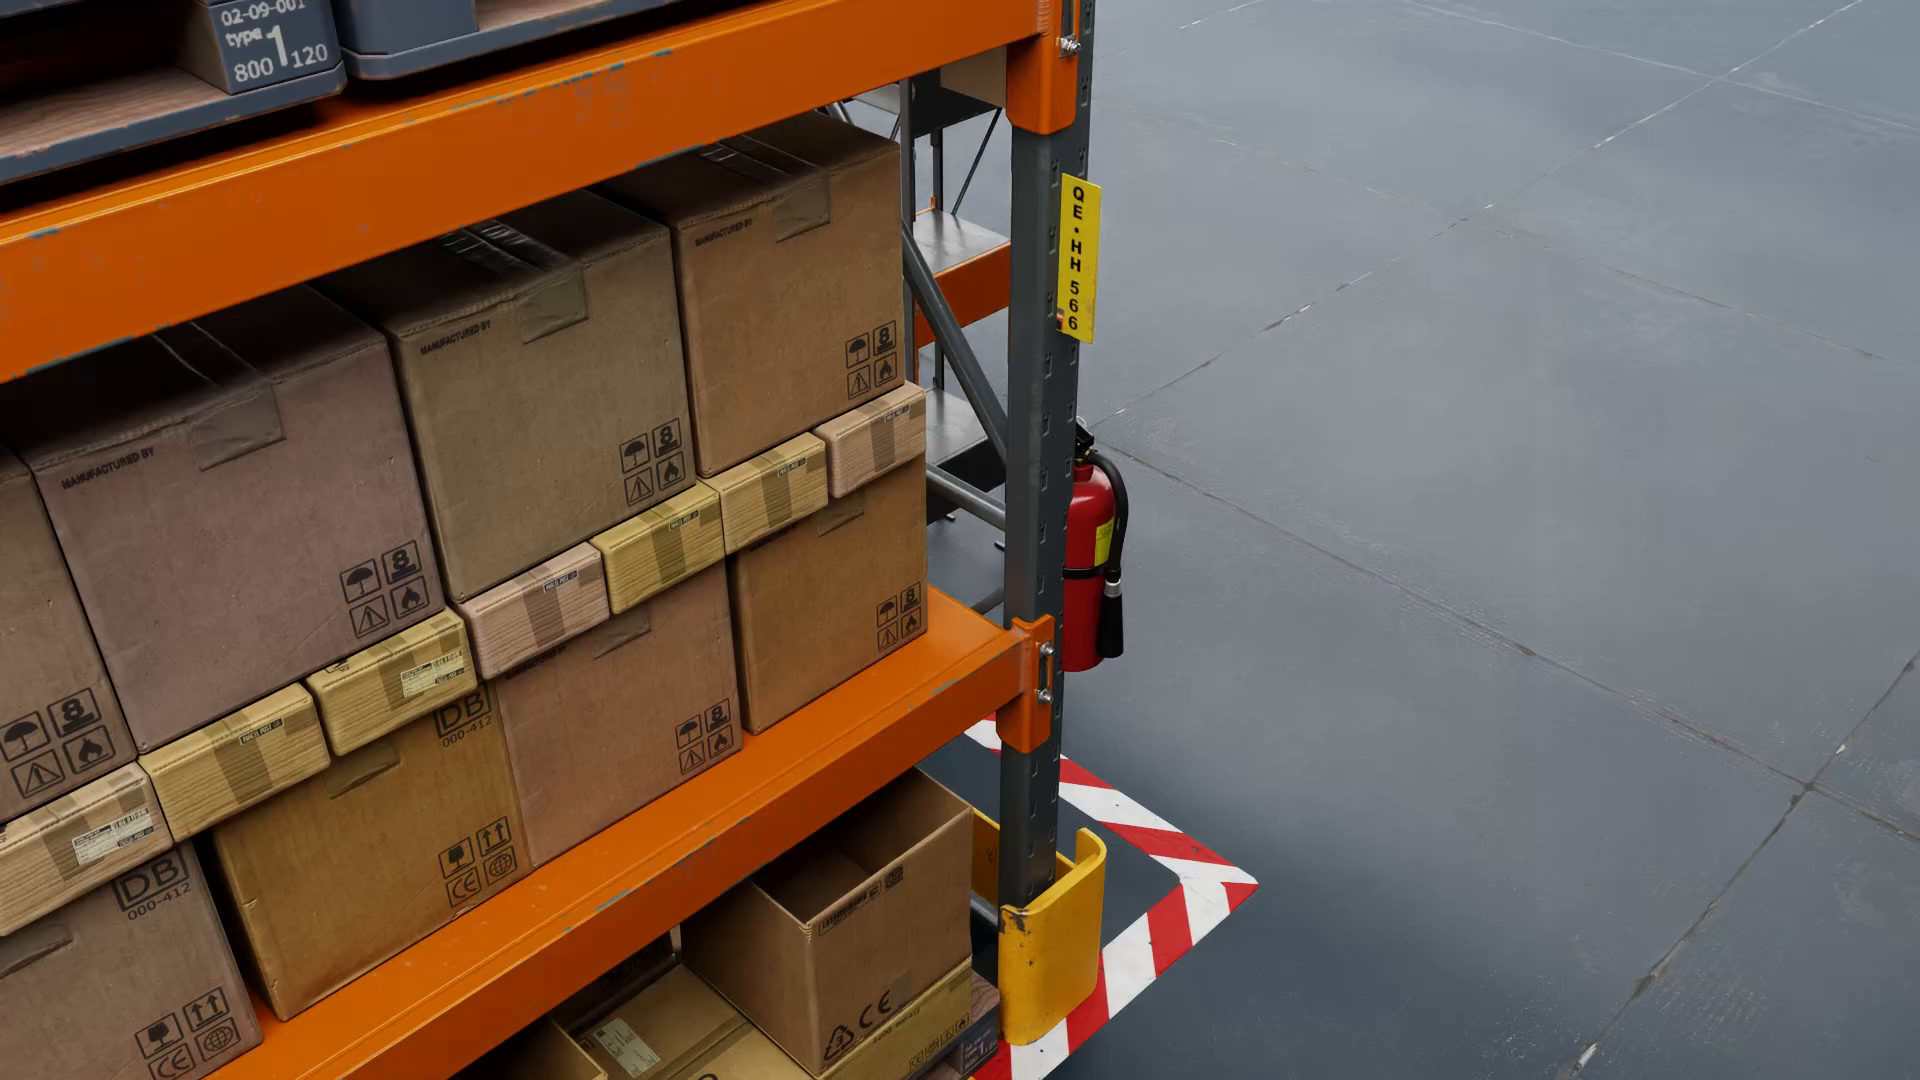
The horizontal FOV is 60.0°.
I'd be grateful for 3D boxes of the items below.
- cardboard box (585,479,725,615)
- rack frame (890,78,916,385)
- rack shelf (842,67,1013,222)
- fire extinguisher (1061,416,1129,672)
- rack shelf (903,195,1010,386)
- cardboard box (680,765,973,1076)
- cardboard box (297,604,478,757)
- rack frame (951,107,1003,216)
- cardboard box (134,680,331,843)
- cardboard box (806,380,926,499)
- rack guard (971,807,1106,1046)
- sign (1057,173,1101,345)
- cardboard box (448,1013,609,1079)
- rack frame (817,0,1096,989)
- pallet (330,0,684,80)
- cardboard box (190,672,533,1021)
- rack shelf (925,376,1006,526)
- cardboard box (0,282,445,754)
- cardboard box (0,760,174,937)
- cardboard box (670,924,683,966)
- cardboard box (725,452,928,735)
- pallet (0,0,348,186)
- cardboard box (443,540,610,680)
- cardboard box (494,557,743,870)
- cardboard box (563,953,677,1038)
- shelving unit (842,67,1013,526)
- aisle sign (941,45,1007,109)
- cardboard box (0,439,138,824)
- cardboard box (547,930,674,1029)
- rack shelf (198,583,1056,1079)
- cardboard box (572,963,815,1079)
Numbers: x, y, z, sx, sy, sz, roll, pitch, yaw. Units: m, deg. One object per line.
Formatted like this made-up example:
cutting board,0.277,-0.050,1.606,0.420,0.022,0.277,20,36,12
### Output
cardboard box,-0.650,-0.051,3.046,0.380,0.149,0.250,29,44,35
rack frame,-0.289,-0.695,5.411,0.400,2.100,0.015,30,45,35
rack shelf,-0.117,-1.357,5.160,0.431,0.518,0.480,30,45,35
fire extinguisher,0.260,-0.015,3.717,0.296,0.674,0.183,30,45,35
rack shelf,-0.117,-0.783,5.561,0.431,0.518,0.480,30,45,35
cardboard box,-0.319,0.800,3.862,0.500,0.500,0.500,30,45,35
cardboard box,-1.013,0.157,2.748,0.250,0.149,0.380,-28,44,-34
rack frame,0.054,-0.894,5.696,0.380,1.831,0.006,30,45,35
cardboard box,-1.198,0.265,2.593,0.250,0.149,0.380,-29,44,-34
cardboard box,-0.286,-0.261,3.348,0.380,0.149,0.250,29,44,35
rack guard,-0.136,0.829,4.624,1.175,0.500,0.348,30,45,35
sign,0.223,-0.534,3.174,0.100,0.325,0.005,30,45,35
cardboard box,-1.013,1.211,3.272,0.500,0.500,0.500,30,45,35
rack frame,-0.152,-0.186,3.895,1.000,3.000,0.127,30,45,35
pallet,-0.669,-1.104,2.665,1.003,0.211,1.213,30,45,35
cardboard box,-1.211,0.372,3.008,0.500,0.500,0.700,-30,45,-35
rack shelf,-0.117,-0.209,5.961,0.431,0.518,0.480,30,45,35
cardboard box,-1.249,-0.133,2.597,0.500,0.500,0.700,-30,45,-35
cardboard box,-1.378,0.369,2.444,0.380,0.149,0.250,29,44,35
cardboard box,-0.688,0.898,4.377,0.500,0.250,0.500,30,45,35
cardboard box,-0.490,-0.043,3.602,0.700,0.500,0.500,30,45,35
pallet,-1.529,-0.606,1.952,1.003,0.211,1.213,30,45,35
cardboard box,-0.829,0.051,2.901,0.250,0.149,0.380,-29,44,-35
cardboard box,-2.347,1.459,2.183,4.930,1.340,1.023,-29,44,-35
cardboard box,-1.038,1.102,4.084,0.500,0.250,0.500,30,45,35
shelving unit,-0.118,-0.793,5.552,0.431,2.100,0.499,30,45,35
aisle sign,0.102,-1.161,3.019,0.394,0.787,0.004,30,45,35
cardboard box,-1.602,0.071,2.305,0.700,0.500,0.500,30,45,35
cardboard box,-1.039,0.794,3.871,0.500,0.500,0.500,30,45,35
rack shelf,-1.562,0.921,2.936,1.077,0.370,4.000,30,45,35
cardboard box,-0.664,1.314,3.780,0.500,0.250,0.500,30,45,35
